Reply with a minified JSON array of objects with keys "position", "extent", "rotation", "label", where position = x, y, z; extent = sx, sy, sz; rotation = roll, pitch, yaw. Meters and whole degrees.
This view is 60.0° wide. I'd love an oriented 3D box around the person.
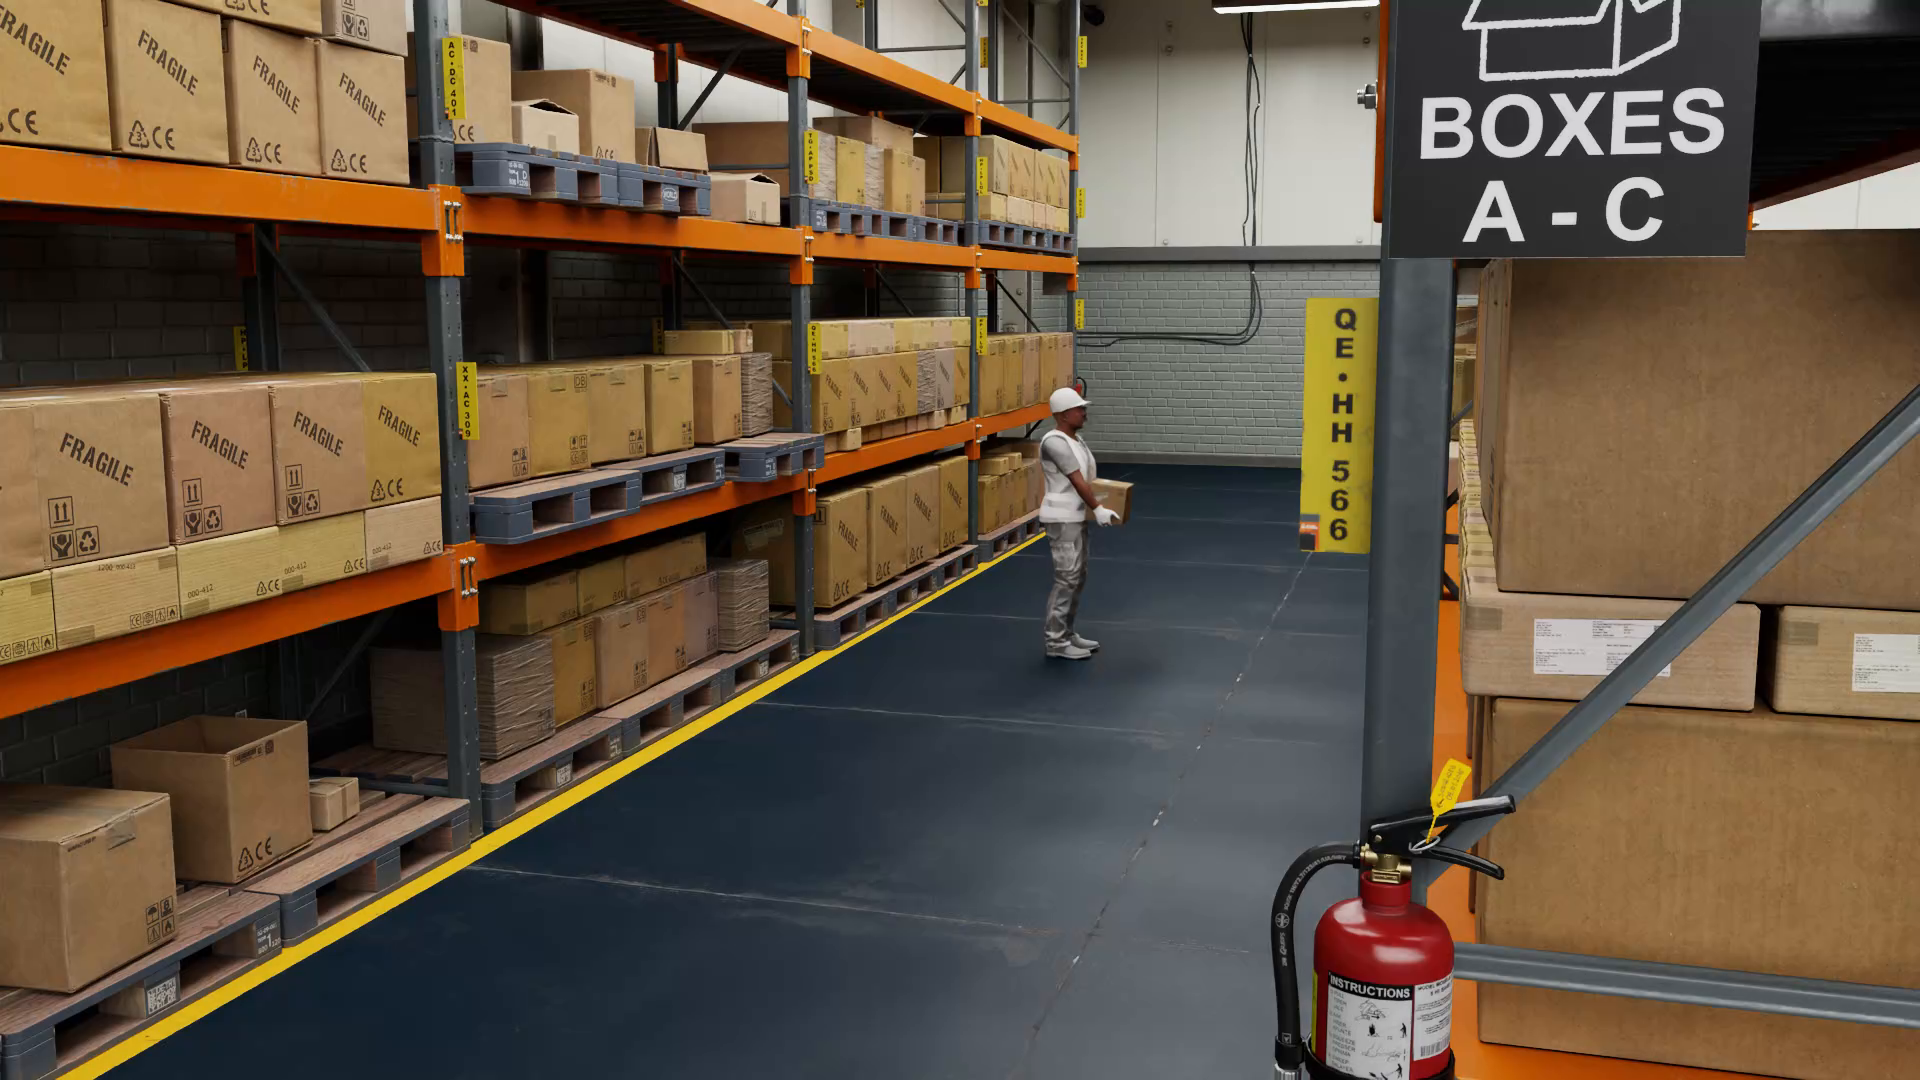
[{"position":[0.821,-0.116,11.065],"extent":[0.565,1.781,0.489],"rotation":[2,9,16],"label":"person"}]
